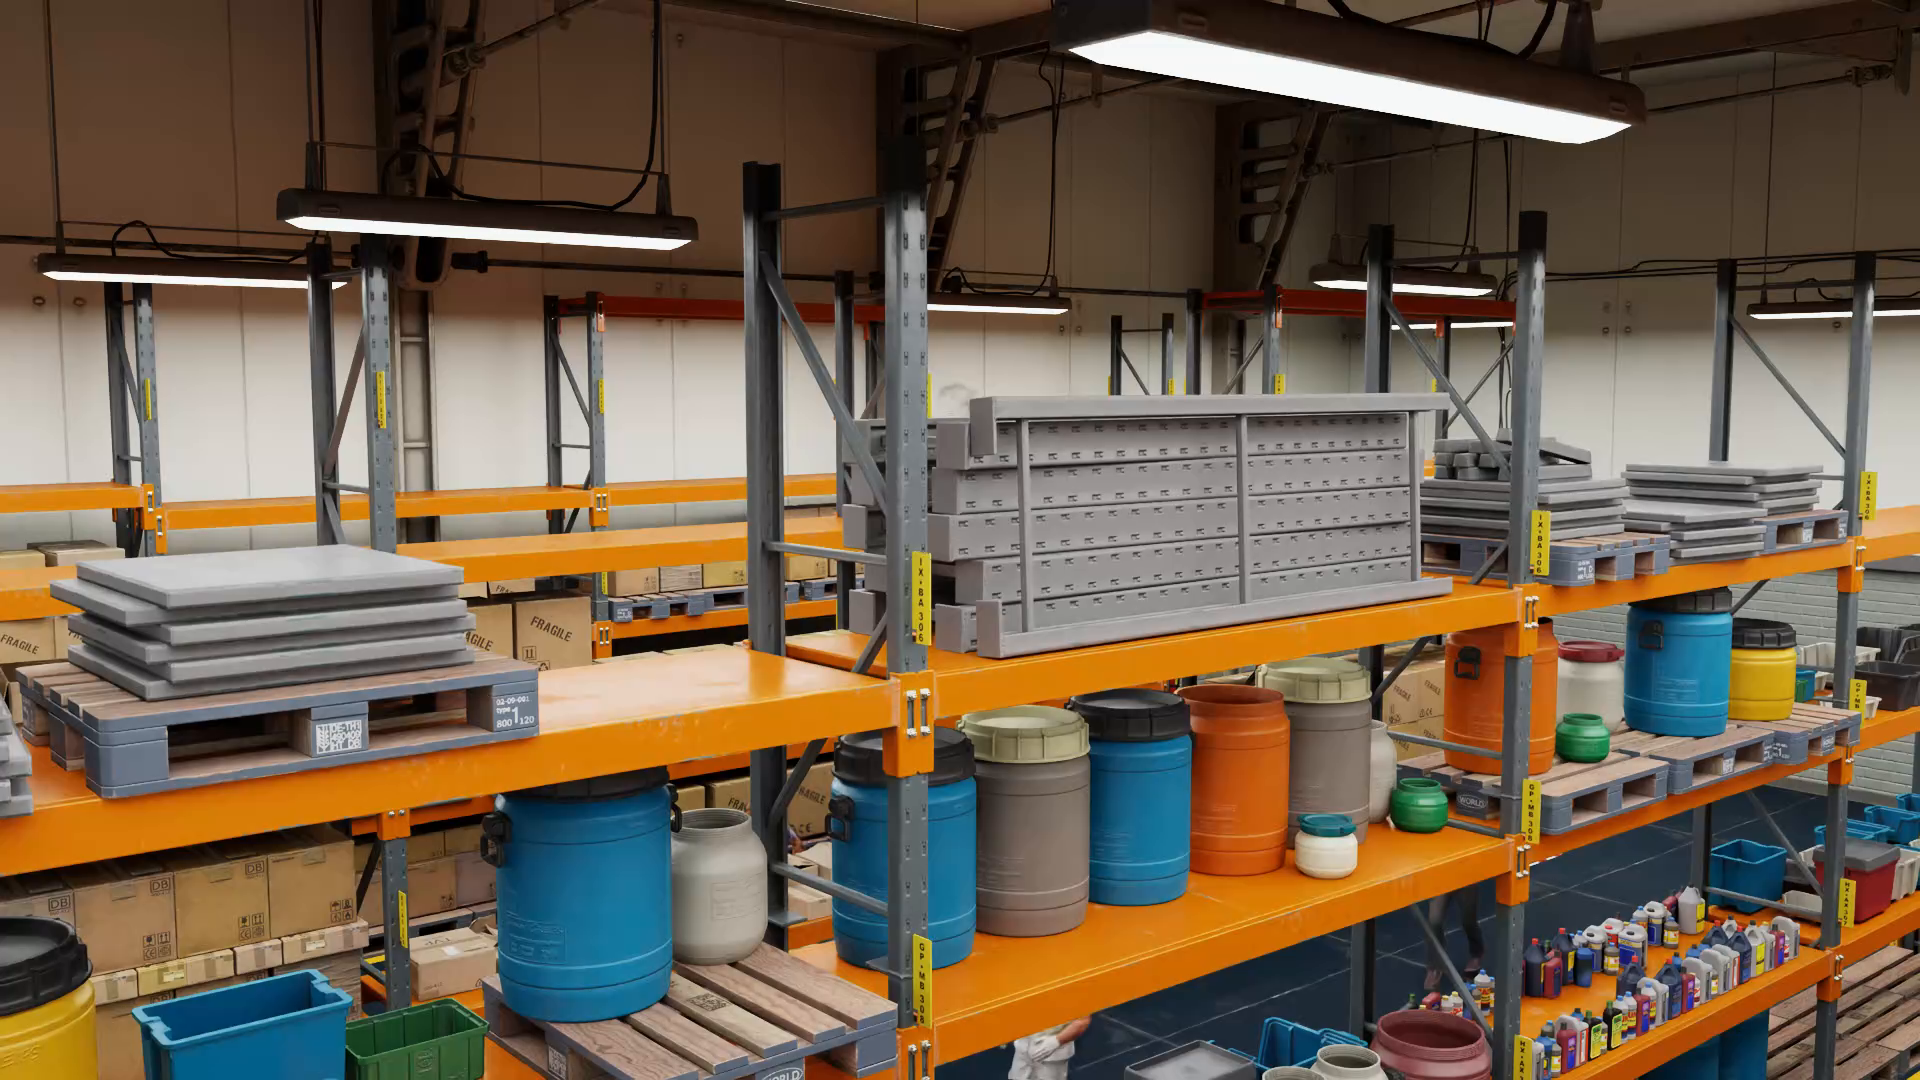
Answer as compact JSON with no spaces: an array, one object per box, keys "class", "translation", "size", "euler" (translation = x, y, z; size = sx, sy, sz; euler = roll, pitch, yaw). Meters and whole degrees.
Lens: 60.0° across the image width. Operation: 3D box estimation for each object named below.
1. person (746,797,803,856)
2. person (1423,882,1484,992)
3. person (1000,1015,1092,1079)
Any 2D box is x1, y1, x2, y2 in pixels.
[{"class":"person","translation":[-1.689,2.975,14.231],"size":[0.874,1.654,0.624],"euler":[-5,7,-42]},{"class":"person","translation":[4.248,2.973,14.242],"size":[0.551,1.717,0.755],"euler":[4,7,39]},{"class":"person","translation":[0.553,3.269,10.614],"size":[0.667,1.766,0.741],"euler":[5,8,44]}]
